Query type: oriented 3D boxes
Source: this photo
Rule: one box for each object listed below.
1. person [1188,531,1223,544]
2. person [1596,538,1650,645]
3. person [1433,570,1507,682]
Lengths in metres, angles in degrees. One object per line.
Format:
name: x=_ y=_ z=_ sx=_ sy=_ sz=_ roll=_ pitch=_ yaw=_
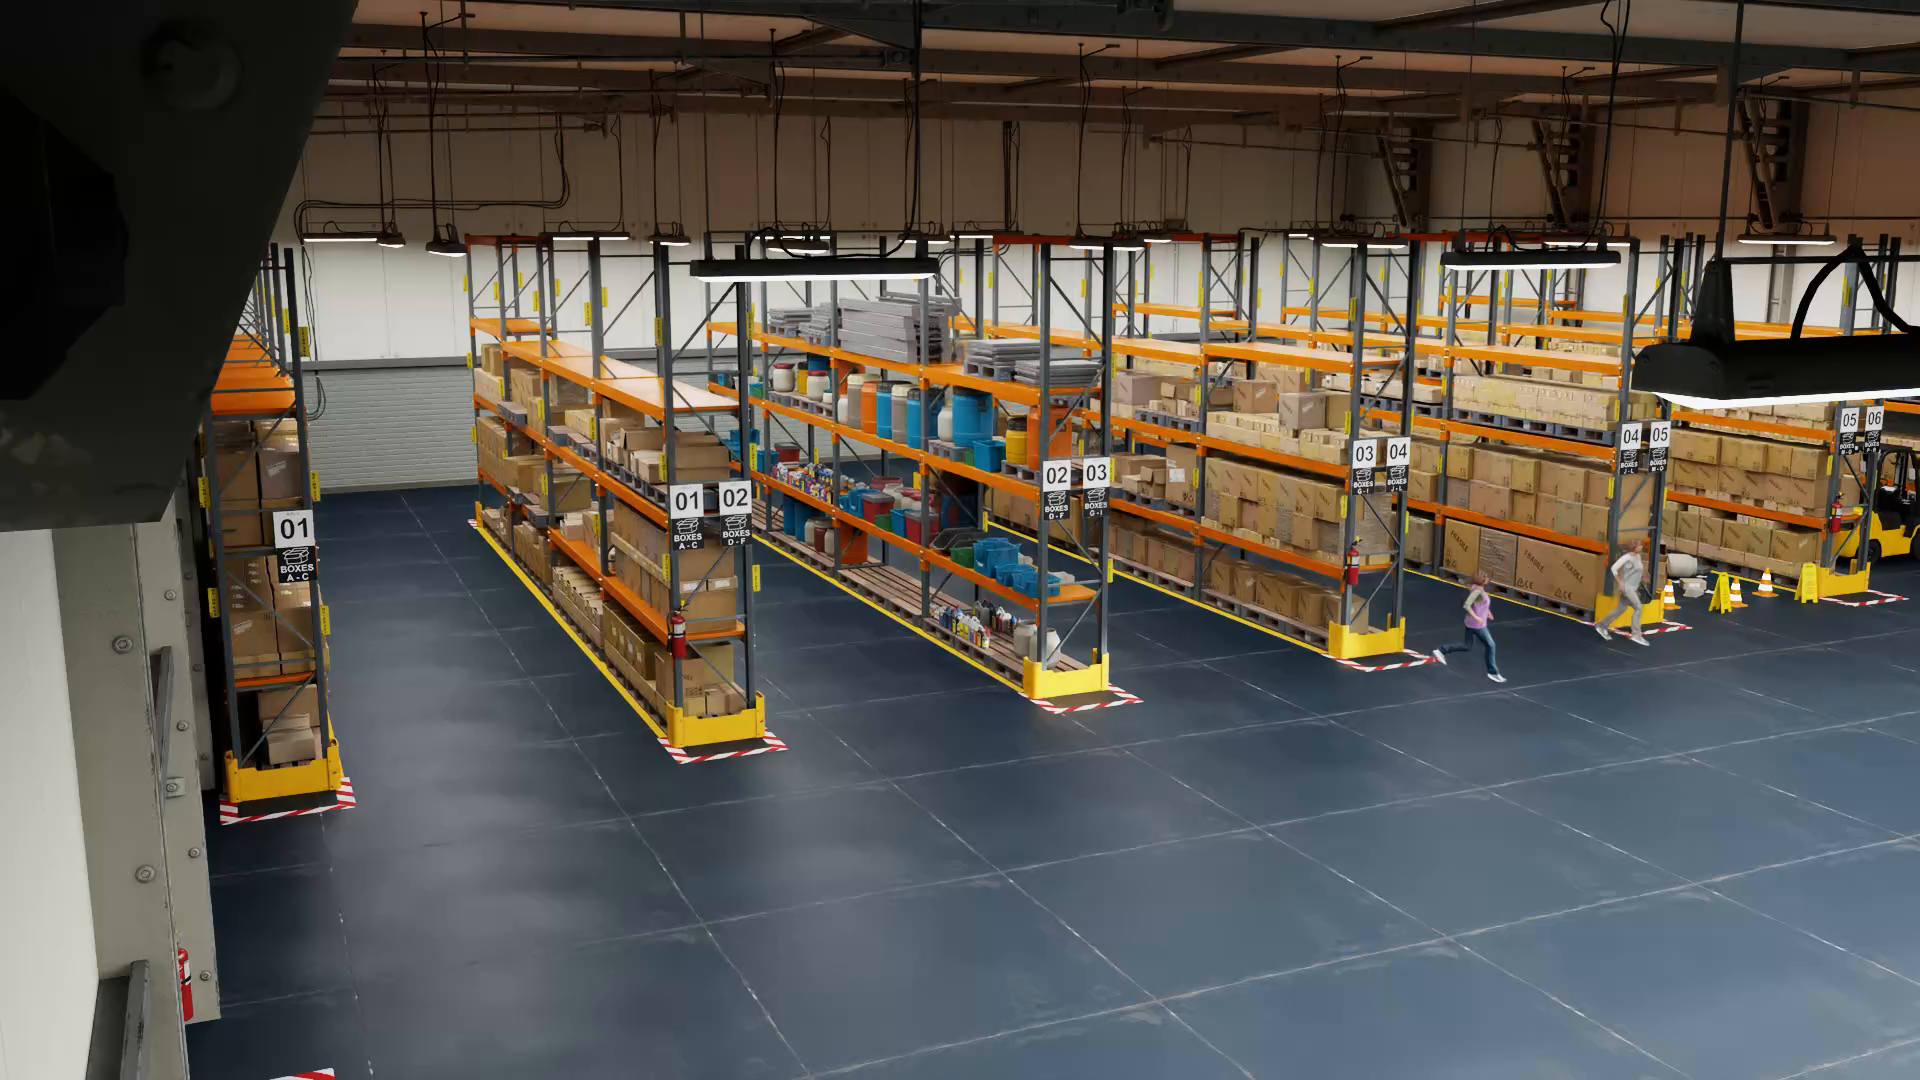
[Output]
person: x=4.863 y=-0.860 z=32.867 sx=0.610 sy=1.805 sz=0.889 roll=-6 pitch=12 yaw=-27
person: x=10.031 y=0.740 z=24.981 sx=0.800 sy=1.577 sz=0.527 roll=8 pitch=13 yaw=34
person: x=7.078 y=1.185 z=22.964 sx=1.009 sy=1.587 sz=0.509 roll=1 pitch=11 yaw=3
